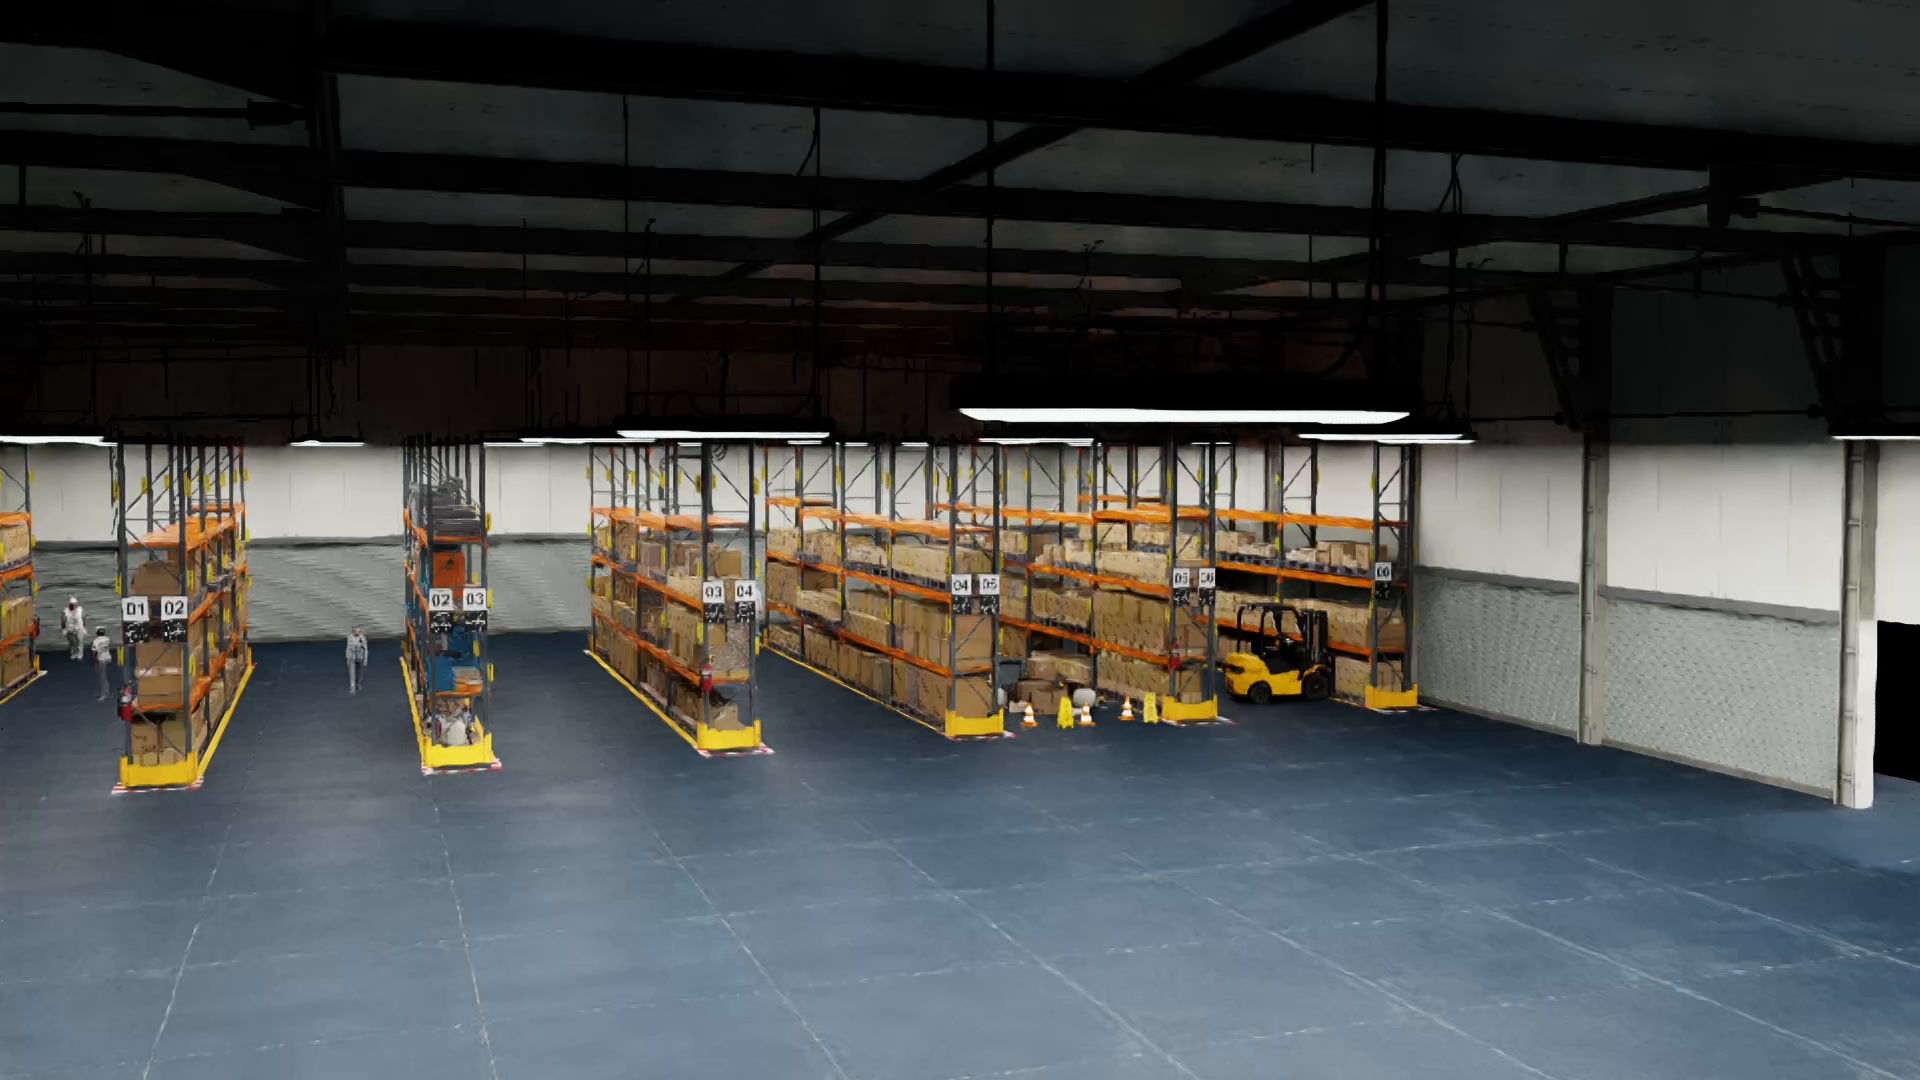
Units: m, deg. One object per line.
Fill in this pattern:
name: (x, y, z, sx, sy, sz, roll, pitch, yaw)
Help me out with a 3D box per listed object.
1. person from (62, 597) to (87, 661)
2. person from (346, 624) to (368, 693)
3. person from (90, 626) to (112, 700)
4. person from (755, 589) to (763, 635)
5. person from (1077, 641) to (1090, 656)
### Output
person: (-23.767, 2.381, 44.587, 0.567, 1.702, 1.114, -1, 3, -22)
person: (-14.095, 2.752, 38.896, 0.488, 1.590, 1.079, -1, 3, -22)
person: (-19.531, 2.783, 37.794, 0.544, 1.661, 0.581, 0, 3, 7)
person: (-6.282, 2.086, 50.186, 0.634, 1.736, 1.042, 0, 3, 3)
person: (3.321, 2.401, 44.141, 0.586, 1.730, 0.448, 3, 4, 39)
